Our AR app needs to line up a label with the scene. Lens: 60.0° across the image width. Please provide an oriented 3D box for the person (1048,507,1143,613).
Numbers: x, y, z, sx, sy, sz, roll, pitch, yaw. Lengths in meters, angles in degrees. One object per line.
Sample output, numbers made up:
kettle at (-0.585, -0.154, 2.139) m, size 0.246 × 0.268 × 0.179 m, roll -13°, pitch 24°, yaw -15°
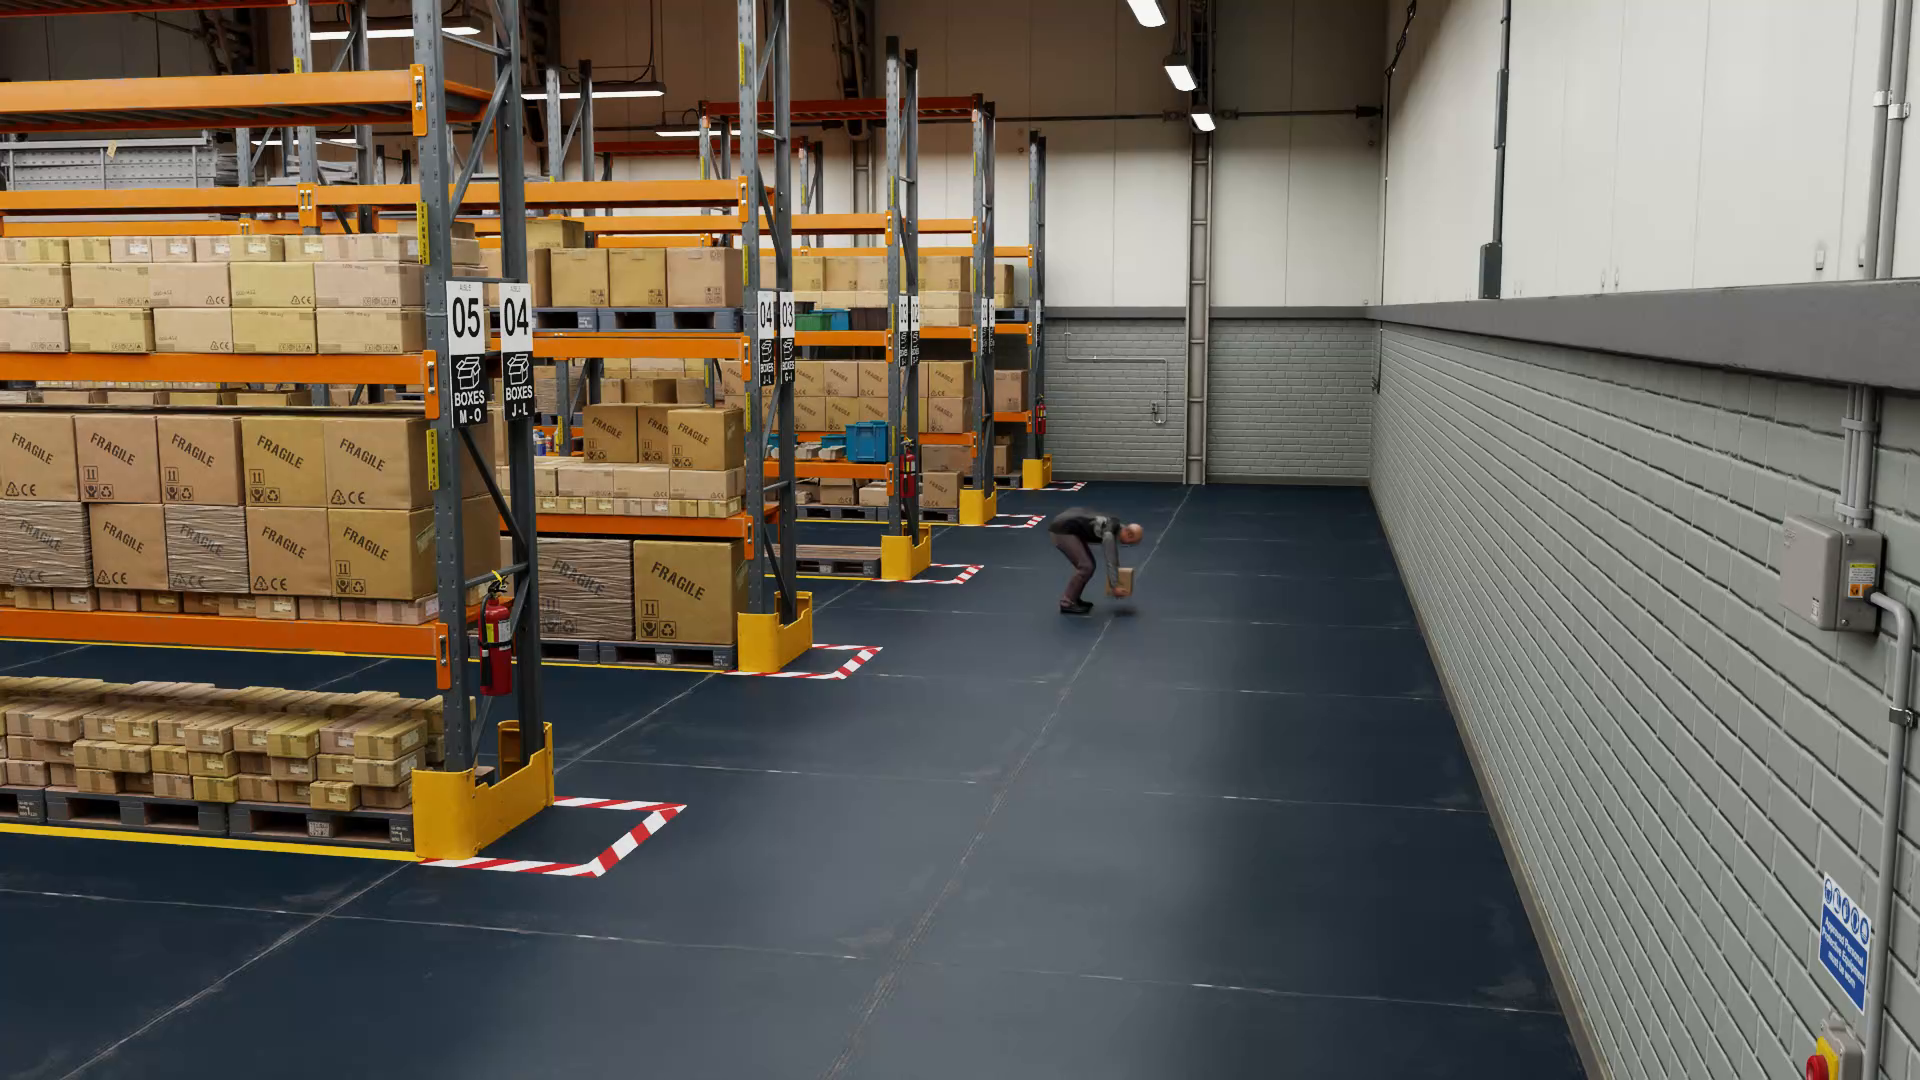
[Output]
person at (1.377, 0.193, 16.898) m, size 0.958 × 1.065 × 0.489 m, roll 1°, pitch 8°, yaw 9°
